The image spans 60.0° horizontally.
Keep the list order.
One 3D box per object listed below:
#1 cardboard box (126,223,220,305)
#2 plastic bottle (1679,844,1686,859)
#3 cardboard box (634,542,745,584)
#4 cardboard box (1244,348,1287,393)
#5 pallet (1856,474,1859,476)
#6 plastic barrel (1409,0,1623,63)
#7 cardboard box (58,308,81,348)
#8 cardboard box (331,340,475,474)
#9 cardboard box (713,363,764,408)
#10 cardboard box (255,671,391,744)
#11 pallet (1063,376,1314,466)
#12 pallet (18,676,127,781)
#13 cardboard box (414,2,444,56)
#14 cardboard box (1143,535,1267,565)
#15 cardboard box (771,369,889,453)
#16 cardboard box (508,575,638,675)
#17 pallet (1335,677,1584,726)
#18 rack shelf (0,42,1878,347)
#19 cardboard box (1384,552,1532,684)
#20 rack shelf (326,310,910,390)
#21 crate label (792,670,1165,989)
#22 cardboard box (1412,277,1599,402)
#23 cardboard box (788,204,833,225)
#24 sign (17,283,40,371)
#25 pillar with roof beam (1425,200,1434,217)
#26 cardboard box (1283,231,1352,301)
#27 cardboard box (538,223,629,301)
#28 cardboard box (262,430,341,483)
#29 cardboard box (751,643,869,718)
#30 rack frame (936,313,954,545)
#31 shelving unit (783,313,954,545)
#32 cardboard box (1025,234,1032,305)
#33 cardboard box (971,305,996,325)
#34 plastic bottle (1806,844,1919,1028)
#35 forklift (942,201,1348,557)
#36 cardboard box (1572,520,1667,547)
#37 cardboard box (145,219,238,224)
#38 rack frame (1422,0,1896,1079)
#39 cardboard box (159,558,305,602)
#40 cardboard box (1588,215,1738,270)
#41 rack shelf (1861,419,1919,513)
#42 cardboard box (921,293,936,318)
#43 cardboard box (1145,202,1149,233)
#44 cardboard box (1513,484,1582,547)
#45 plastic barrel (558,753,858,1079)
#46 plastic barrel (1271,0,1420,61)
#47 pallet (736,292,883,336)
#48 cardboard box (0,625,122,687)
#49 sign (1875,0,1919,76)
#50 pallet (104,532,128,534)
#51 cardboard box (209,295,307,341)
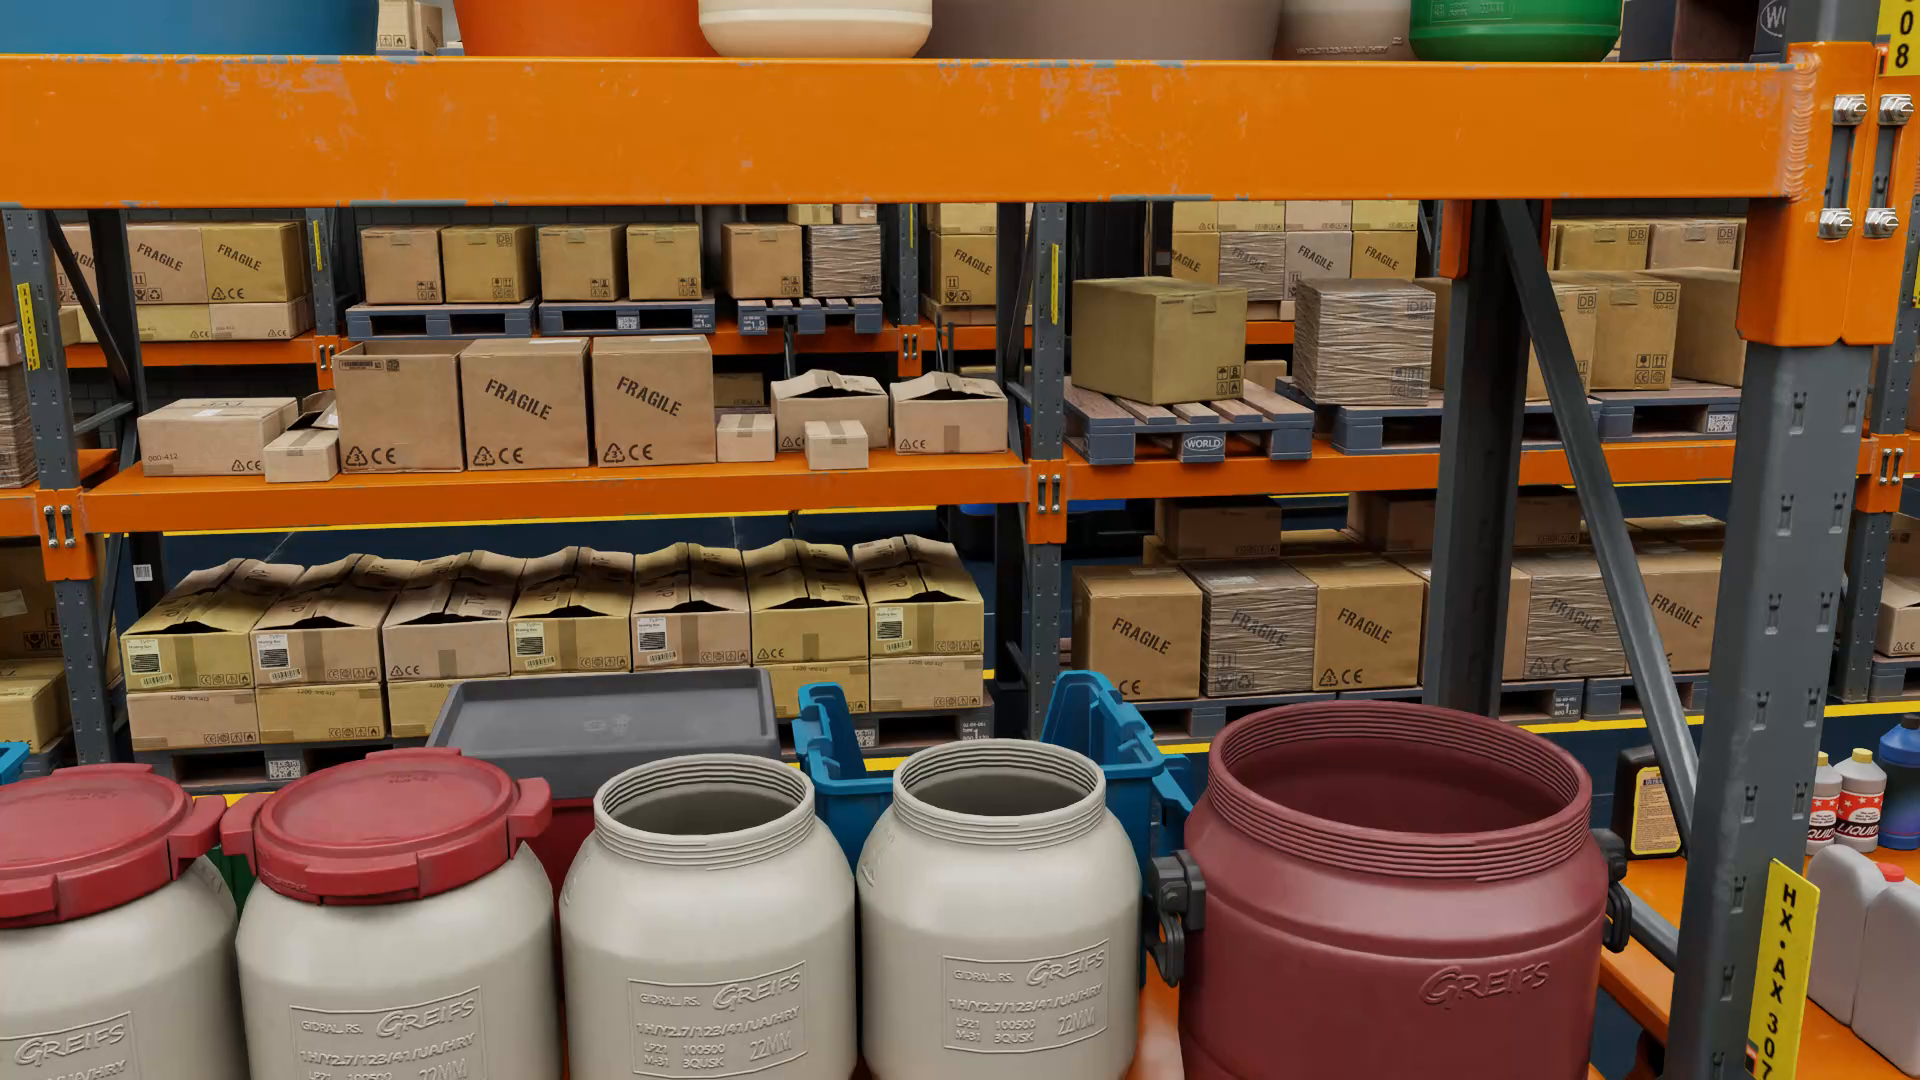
[{"bbox_3d":[-5.304,-1.872,11.244,0.500,0.500,0.500,-2,14,-9],"label":"cardboard box"},{"bbox_3d":[1.495,0.536,3.328,0.097,0.201,0.097,0,14,0],"label":"plastic bottle"},{"bbox_3d":[-1.277,0.210,7.855,0.500,0.311,0.500,-2,14,-10],"label":"cardboard box"},{"bbox_3d":[2.019,-1.045,12.778,0.750,0.750,0.750,-2,14,-7],"label":"cardboard box"},{"bbox_3d":[6.698,-0.716,13.644,1.213,0.211,1.003,-2,14,-8],"label":"pallet"},{"bbox_3d":[0.805,-0.802,2.407,0.294,0.245,0.294,0,14,0],"label":"plastic barrel"},{"bbox_3d":[-3.942,-0.890,7.067,0.250,0.149,0.380,-2,14,-8],"label":"cardboard box"},{"bbox_3d":[-2.365,-0.582,7.170,0.500,0.500,0.500,-1,14,-4],"label":"cardboard box"},{"bbox_3d":[-1.711,-1.147,12.323,0.500,0.250,0.500,-2,14,-7],"label":"cardboard box"},{"bbox_3d":[-2.706,0.666,7.188,0.500,0.250,0.500,-2,14,-7],"label":"cardboard box"},{"bbox_3d":[0.967,-0.584,7.778,1.003,0.211,1.213,-2,14,-8],"label":"pallet"},{"bbox_3d":[-4.440,0.881,7.275,1.213,0.211,1.003,-2,14,-8],"label":"pallet"},{"bbox_3d":[-3.837,-3.390,11.336,0.500,0.500,0.500,0,14,0],"label":"cardboard box"},{"bbox_3d":[1.197,0.273,8.200,0.500,0.500,0.500,-2,14,-6],"label":"cardboard box"},{"bbox_3d":[-0.606,-0.606,7.656,0.500,0.311,0.500,-2,14,-9],"label":"cardboard box"},{"bbox_3d":[-1.682,0.357,7.270,0.500,0.311,0.500,-2,14,-7],"label":"cardboard box"},{"bbox_3d":[2.255,0.656,8.173,1.213,0.211,1.003,-2,14,-8],"label":"pallet"},{"bbox_3d":[-0.936,-0.477,2.271,4.000,0.370,1.077,-2,14,-8],"label":"rack shelf"},{"bbox_3d":[2.329,0.358,7.860,0.500,0.500,0.500,-3,14,-10],"label":"cardboard box"},{"bbox_3d":[-2.412,-1.405,12.138,4.000,0.370,1.077,-2,14,-8],"label":"rack shelf"},{"bbox_3d":[0.019,0.510,2.949,0.616,0.435,0.502,-2,14,-8],"label":"crate label"},{"bbox_3d":[2.525,-0.954,7.789,0.500,0.500,0.700,-6,15,-23],"label":"cardboard box"},{"bbox_3d":[-1.087,-2.368,12.056,0.250,0.149,0.380,-5,15,-18],"label":"cardboard box"},{"bbox_3d":[-3.564,-0.815,6.364,0.005,0.325,0.100,-2,14,-8],"label":"sign"},{"bbox_3d":[4.726,-4.080,8.990,0.400,9.000,9.100,-2,14,-8],"label":"pillar with roof beam"},{"bbox_3d":[2.599,-2.076,12.475,0.500,0.500,0.500,-2,14,-8],"label":"cardboard box"},{"bbox_3d":[-2.681,-2.004,11.936,0.500,0.500,0.700,0,14,-1],"label":"cardboard box"},{"bbox_3d":[-2.741,-0.351,6.973,0.250,0.149,0.380,-2,14,-8],"label":"cardboard box"},{"bbox_3d":[-0.685,0.592,7.484,0.500,0.250,0.500,-2,14,-9],"label":"cardboard box"},{"bbox_3d":[-0.101,-0.722,11.020,0.032,1.500,0.500,-3,14,-10],"label":"rack frame"},{"bbox_3d":[-0.601,-0.700,10.932,1.048,1.500,0.538,-3,14,-10],"label":"shelving unit"},{"bbox_3d":[0.604,-2.002,12.180,0.500,0.500,0.500,-2,14,-6],"label":"cardboard box"},{"bbox_3d":[0.176,-1.678,12.221,0.250,0.149,0.380,-2,14,-8],"label":"cardboard box"},{"bbox_3d":[1.495,0.642,2.751,0.135,0.276,0.152,-2,14,-8],"label":"plastic bottle"},{"bbox_3d":[1.422,-1.462,11.027,3.031,2.935,1.130,-3,14,-10],"label":"forklift"},{"bbox_3d":[3.223,0.200,8.494,0.500,0.500,0.500,-2,14,-7],"label":"cardboard box"},{"bbox_3d":[-5.397,-1.998,11.748,0.500,0.500,0.500,-2,14,-9],"label":"cardboard box"},{"bbox_3d":[1.042,0.557,2.834,0.053,2.616,0.949,-2,14,-8],"label":"rack frame"},{"bbox_3d":[-3.290,0.284,7.560,0.500,0.311,0.500,-2,14,-8],"label":"cardboard box"},{"bbox_3d":[5.501,-2.187,13.159,0.700,0.700,0.980,-3,14,-11],"label":"cardboard box"},{"bbox_3d":[6.241,-0.504,8.543,4.000,0.370,1.077,-2,14,-8],"label":"rack shelf"},{"bbox_3d":[-0.150,-1.788,12.661,0.250,0.149,0.380,-2,14,-7],"label":"cardboard box"},{"bbox_3d":[1.078,-2.386,12.170,0.500,0.250,0.500,-2,14,-8],"label":"cardboard box"},{"bbox_3d":[2.760,-0.150,8.346,0.500,0.250,0.500,-2,14,-8],"label":"cardboard box"},{"bbox_3d":[-0.360,0.606,2.409,0.421,0.512,0.421,0,14,0],"label":"plastic barrel"},{"bbox_3d":[0.689,-1.015,2.708,0.421,0.512,0.421,0,14,0],"label":"plastic barrel"},{"bbox_3d":[-1.123,-1.682,12.158,1.003,0.211,1.213,-2,14,-8],"label":"pallet"},{"bbox_3d":[-4.151,0.583,7.518,0.500,0.250,0.500,-2,14,-8],"label":"cardboard box"},{"bbox_3d":[1.131,-0.716,1.959,0.005,0.325,0.100,-2,14,-8],"label":"sign"},{"bbox_3d":[-6.257,-0.251,11.790,1.213,0.211,1.003,-2,14,-8],"label":"pallet"},{"bbox_3d":[-4.813,-1.529,11.418,0.500,0.250,0.500,-2,14,-8],"label":"cardboard box"}]
